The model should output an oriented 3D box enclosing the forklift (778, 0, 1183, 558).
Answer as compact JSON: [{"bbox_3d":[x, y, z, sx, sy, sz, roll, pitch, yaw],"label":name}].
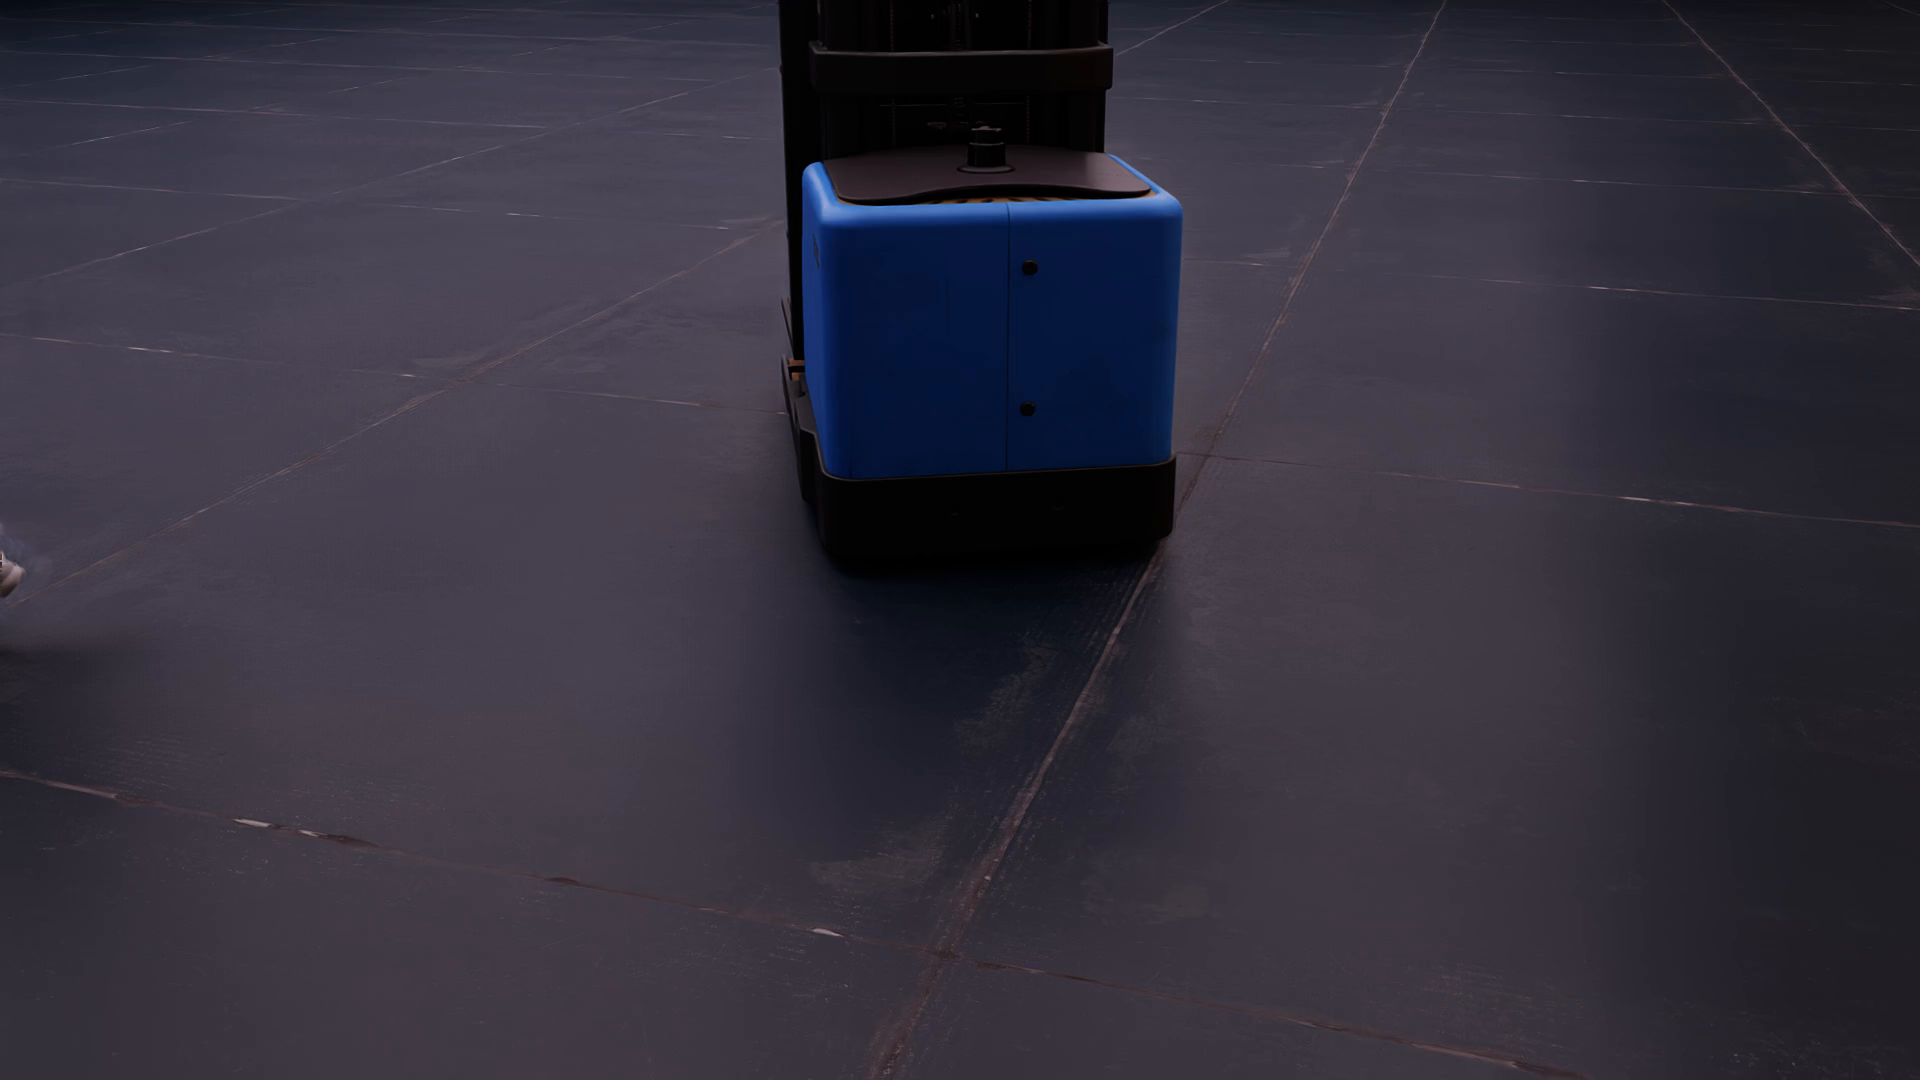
[{"bbox_3d":[-0.090,-1.830,5.713,1.130,2.935,3.031,-3,23,-8],"label":"forklift"}]

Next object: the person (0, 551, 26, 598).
[{"bbox_3d":[-2.552,-0.440,3.900,0.492,1.746,0.802,-15,27,-31],"label":"person"}]
